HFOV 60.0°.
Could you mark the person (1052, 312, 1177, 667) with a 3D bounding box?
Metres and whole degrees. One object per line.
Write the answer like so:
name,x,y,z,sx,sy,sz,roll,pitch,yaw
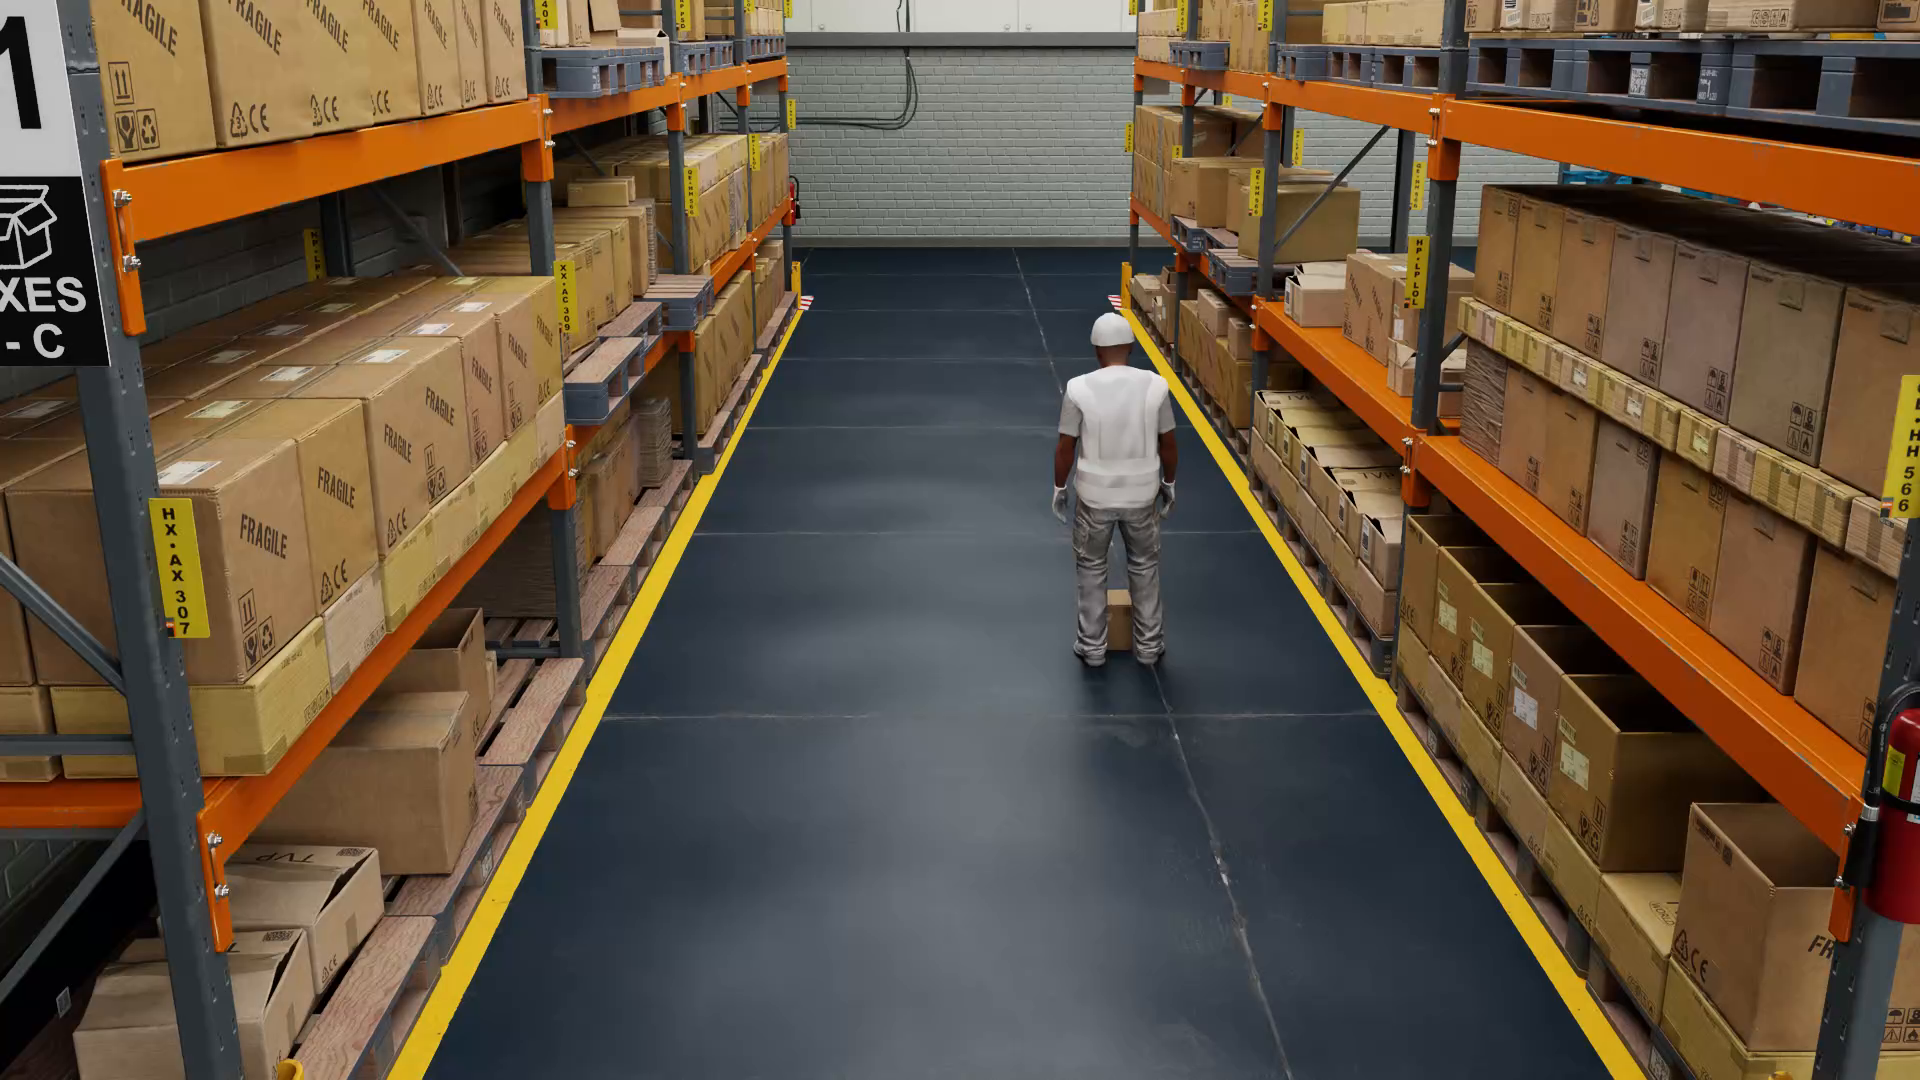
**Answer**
person,0.774,-0.241,8.315,0.629,1.774,0.445,-1,17,-4
